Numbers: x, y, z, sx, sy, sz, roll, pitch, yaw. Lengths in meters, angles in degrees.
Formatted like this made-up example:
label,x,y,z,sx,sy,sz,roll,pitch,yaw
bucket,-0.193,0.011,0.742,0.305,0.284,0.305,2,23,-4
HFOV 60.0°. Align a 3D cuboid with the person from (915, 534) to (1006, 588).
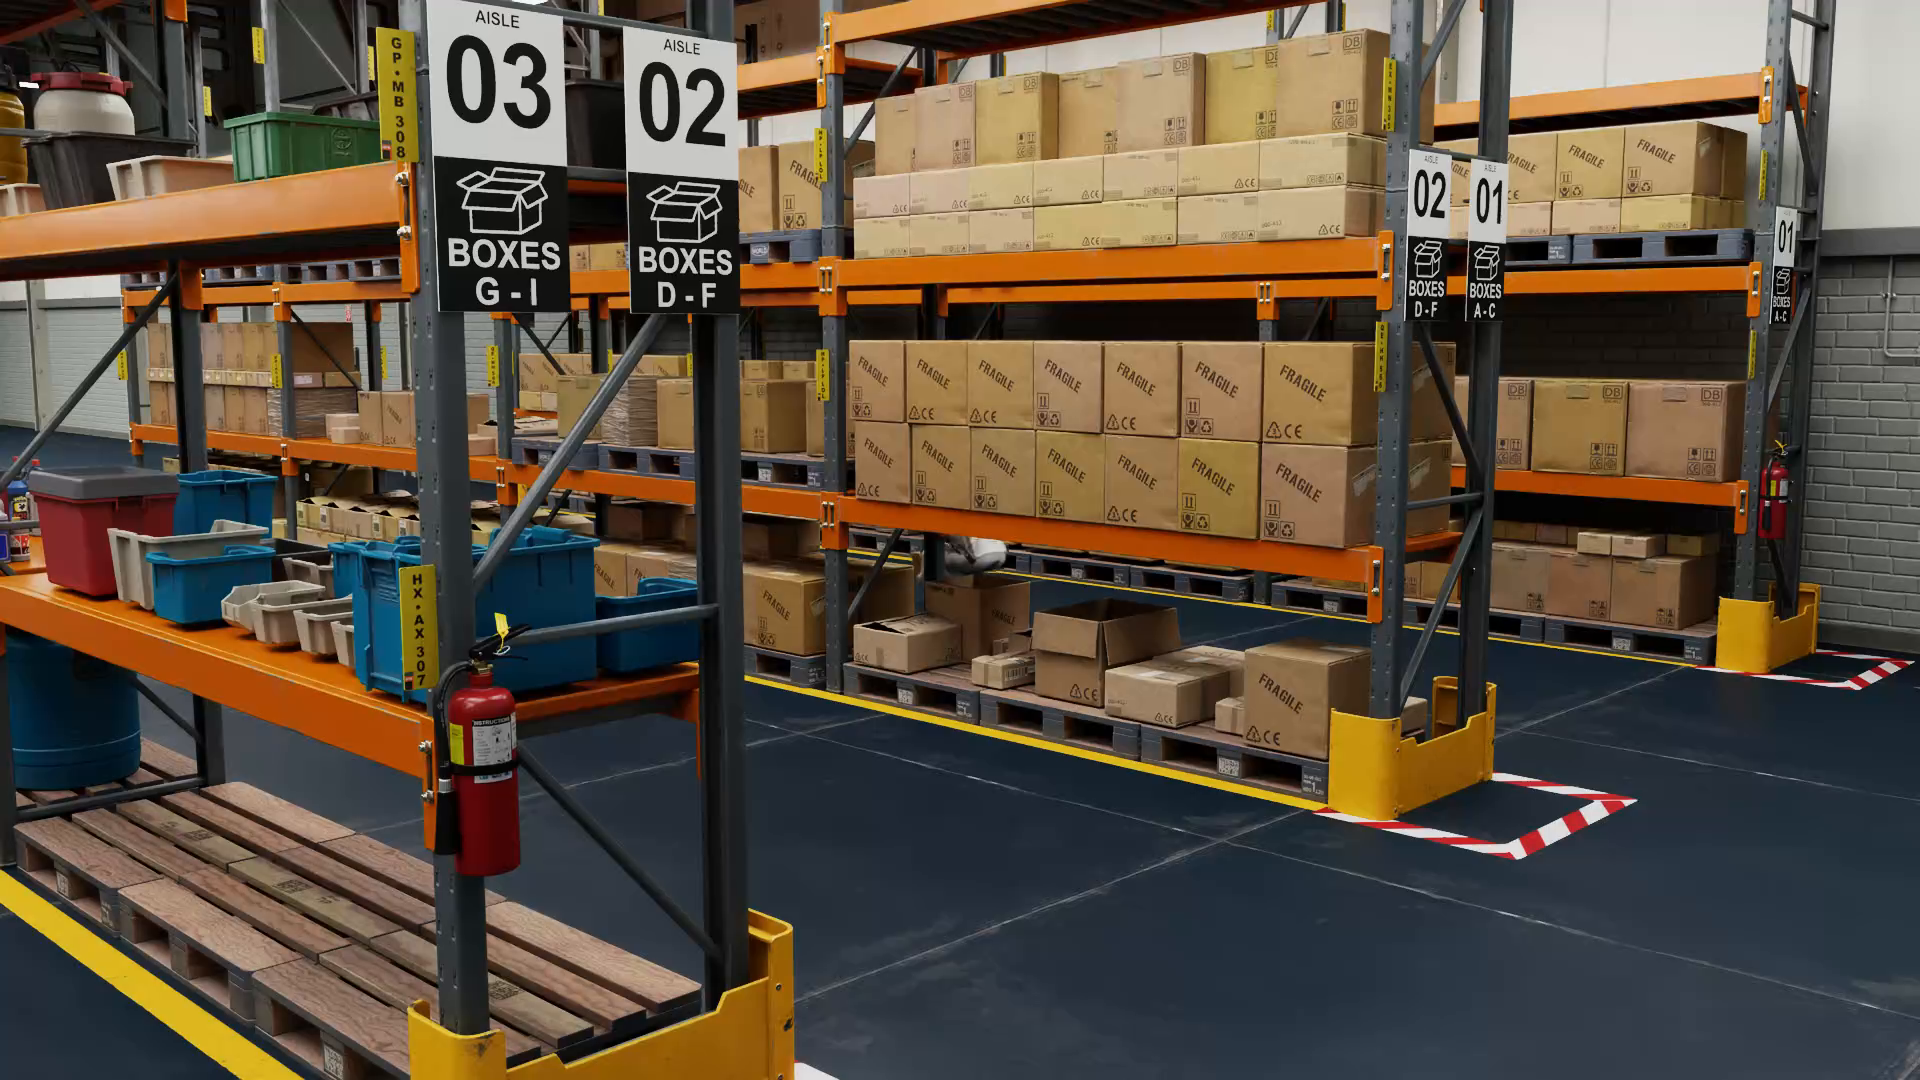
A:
label,x,y,z,sx,sy,sz,roll,pitch,yaw
person,0.001,0.113,14.210,0.821,0.965,0.495,7,10,43
